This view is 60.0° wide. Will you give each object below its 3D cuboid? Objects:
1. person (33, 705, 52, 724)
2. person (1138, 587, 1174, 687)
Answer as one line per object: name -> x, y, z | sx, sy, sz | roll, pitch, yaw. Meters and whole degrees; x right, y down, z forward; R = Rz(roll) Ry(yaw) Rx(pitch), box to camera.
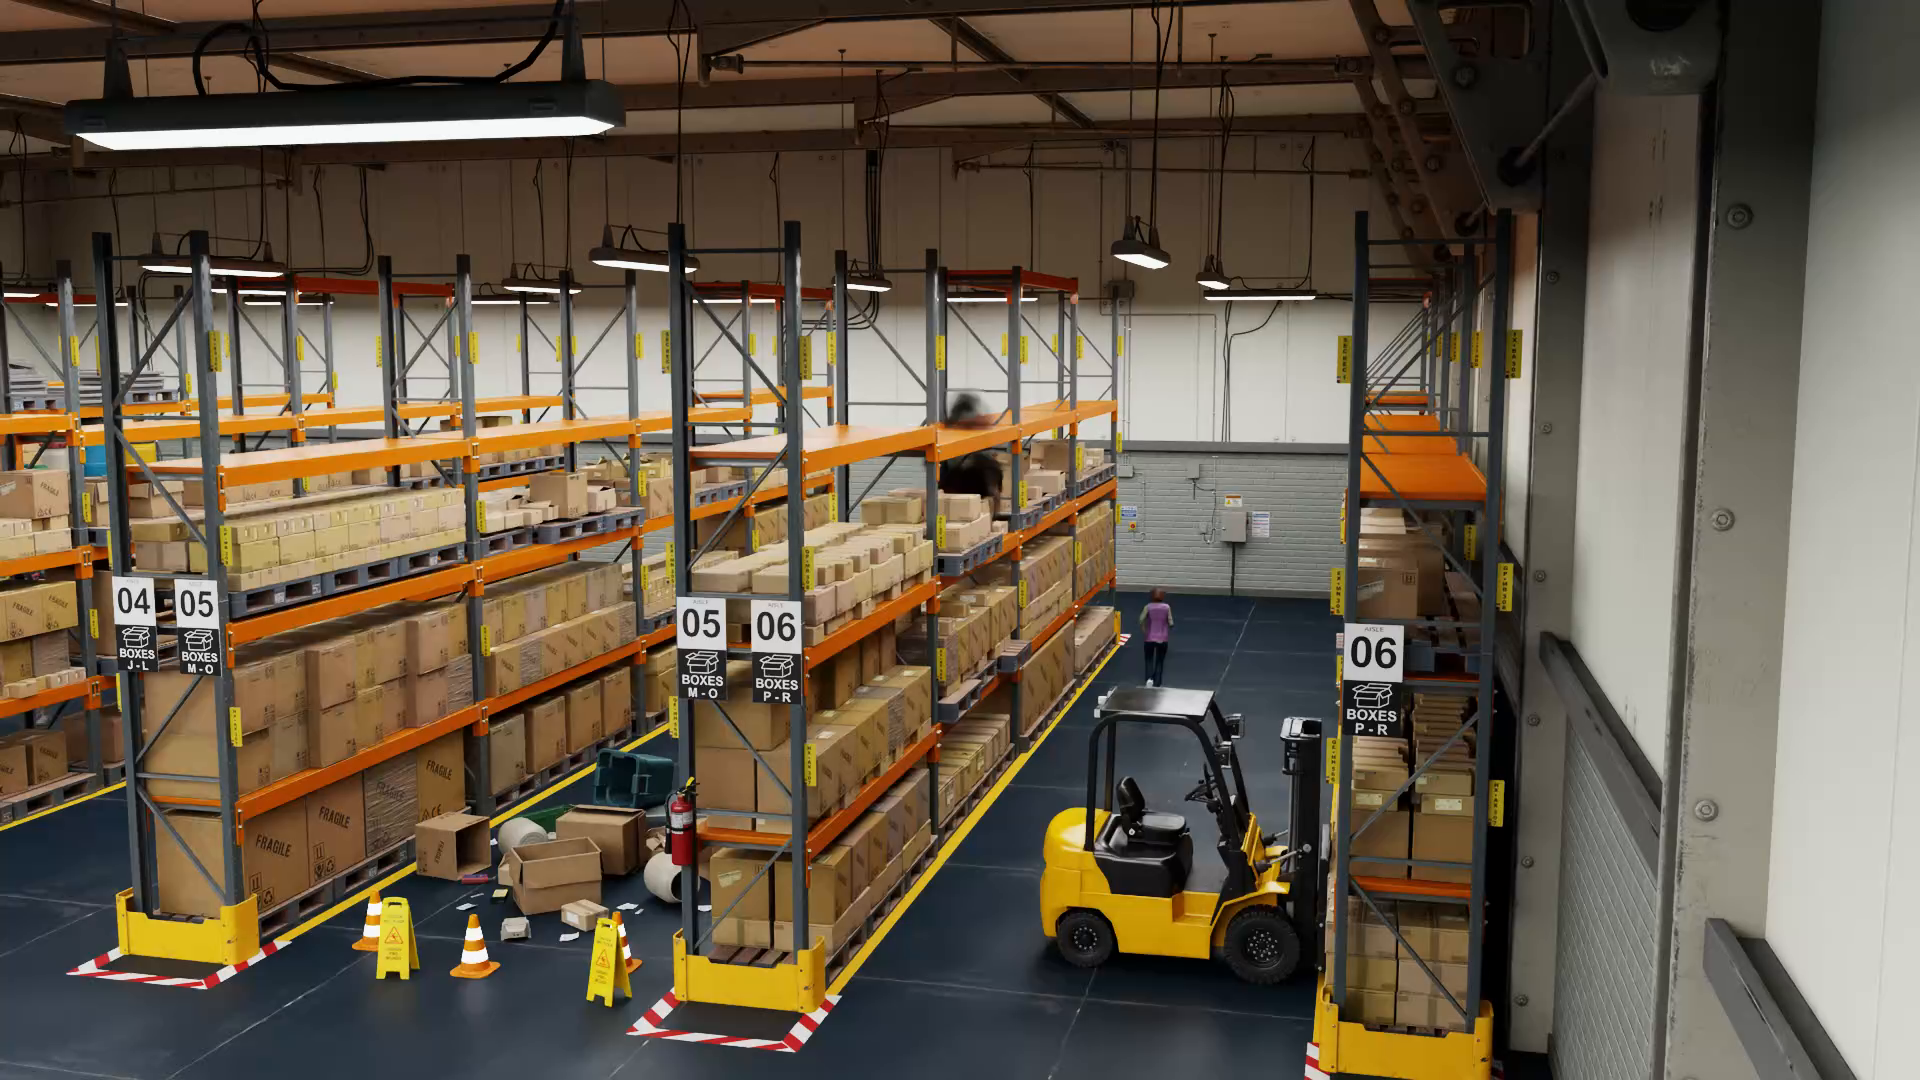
person -> -12.323, 1.649, 22.096 | 0.599, 1.657, 0.560 | 0, 7, 0
person -> 2.830, 1.450, 24.046 | 0.508, 1.563, 0.613 | 1, 7, 8
